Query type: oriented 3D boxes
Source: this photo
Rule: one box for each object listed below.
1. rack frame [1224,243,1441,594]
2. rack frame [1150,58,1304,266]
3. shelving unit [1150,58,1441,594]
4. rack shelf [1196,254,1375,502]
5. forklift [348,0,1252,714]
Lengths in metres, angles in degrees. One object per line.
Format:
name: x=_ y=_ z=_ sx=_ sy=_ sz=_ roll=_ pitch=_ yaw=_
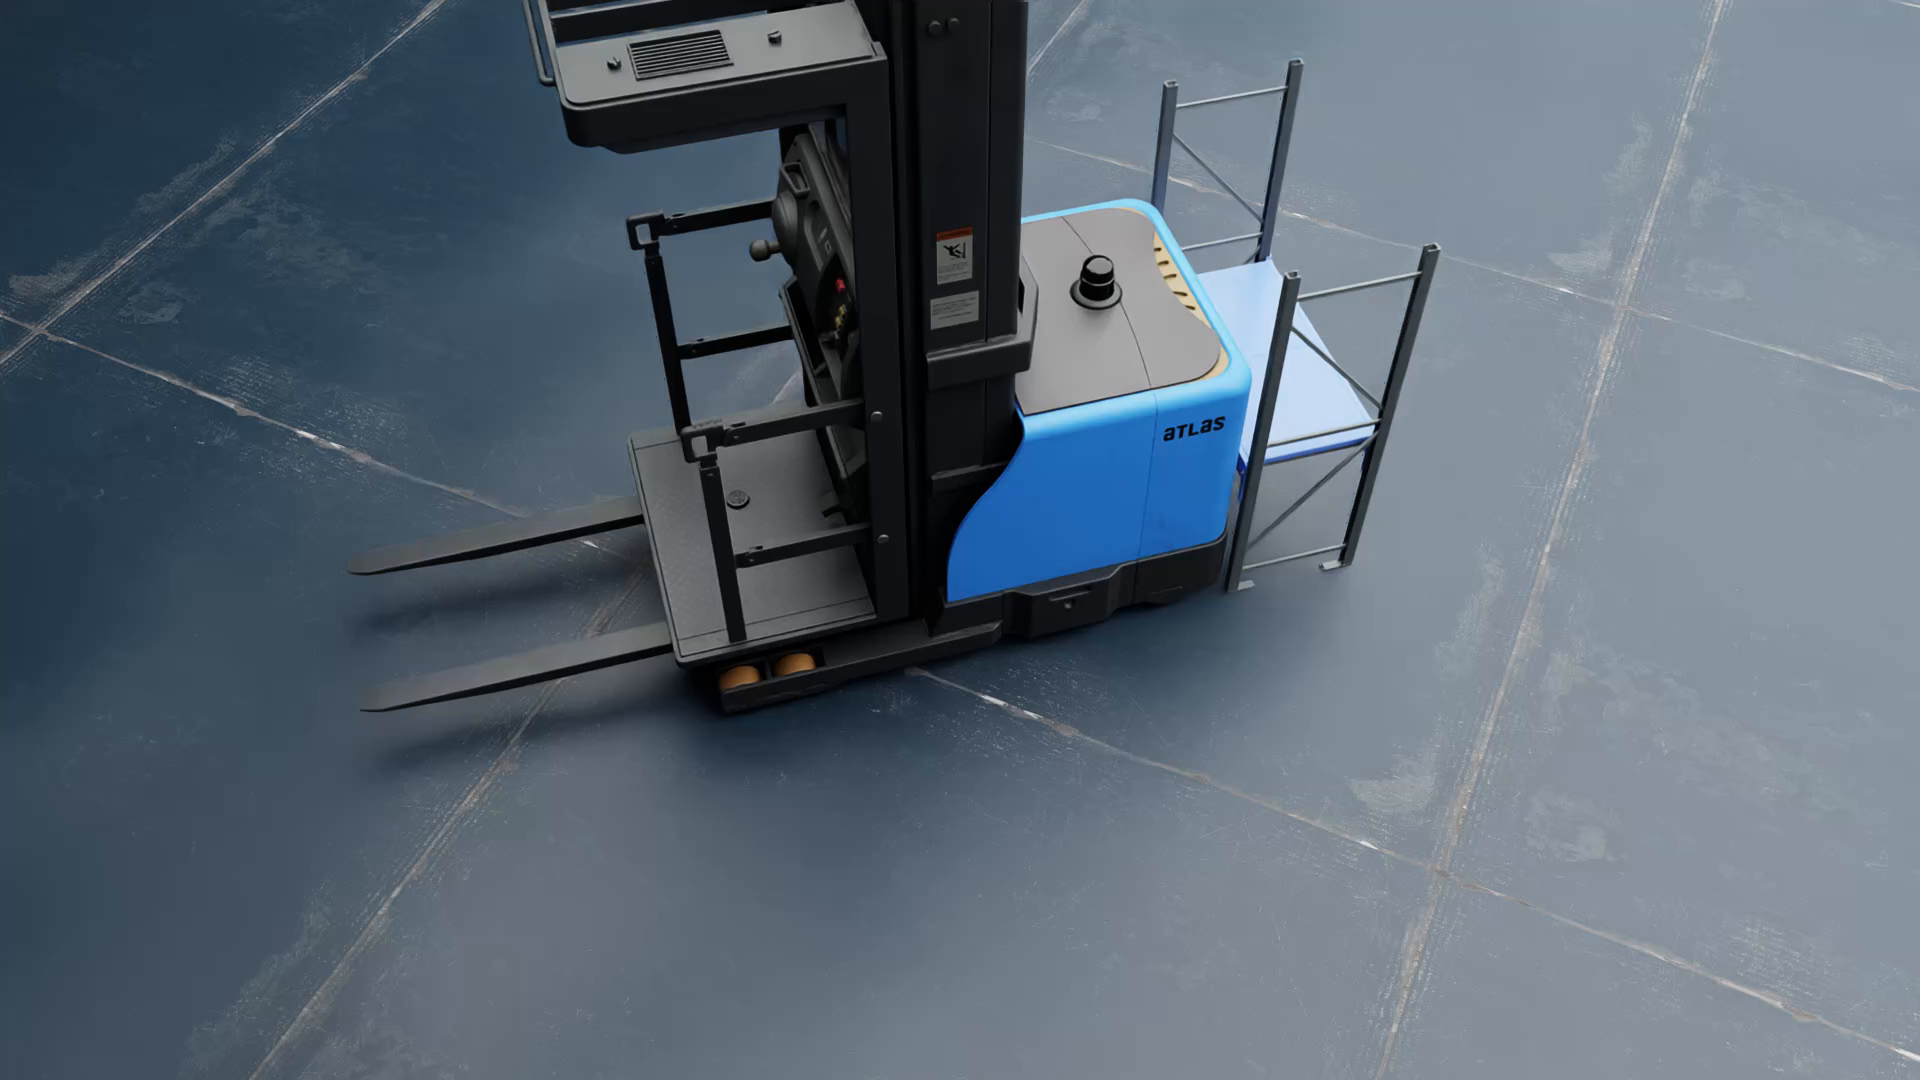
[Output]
rack frame: x=1.212 y=-0.353 z=5.566 sx=0.500 sy=1.500 sz=0.032 roll=-12 pitch=51 yaw=-10
rack frame: x=0.929 y=-1.097 z=6.199 sx=0.500 sy=1.500 sz=0.032 roll=-12 pitch=51 yaw=-10
shelving unit: x=1.070 y=-0.725 z=5.882 sx=0.538 sy=1.500 sz=1.048 roll=-12 pitch=51 yaw=-10
rack shelf: x=1.070 y=-0.609 z=6.019 sx=0.538 sy=0.185 sz=1.000 roll=-12 pitch=51 yaw=-10
forklift: x=-0.621 y=-0.811 z=5.016 sx=3.031 sy=2.935 sz=1.130 roll=-13 pitch=51 yaw=-11
